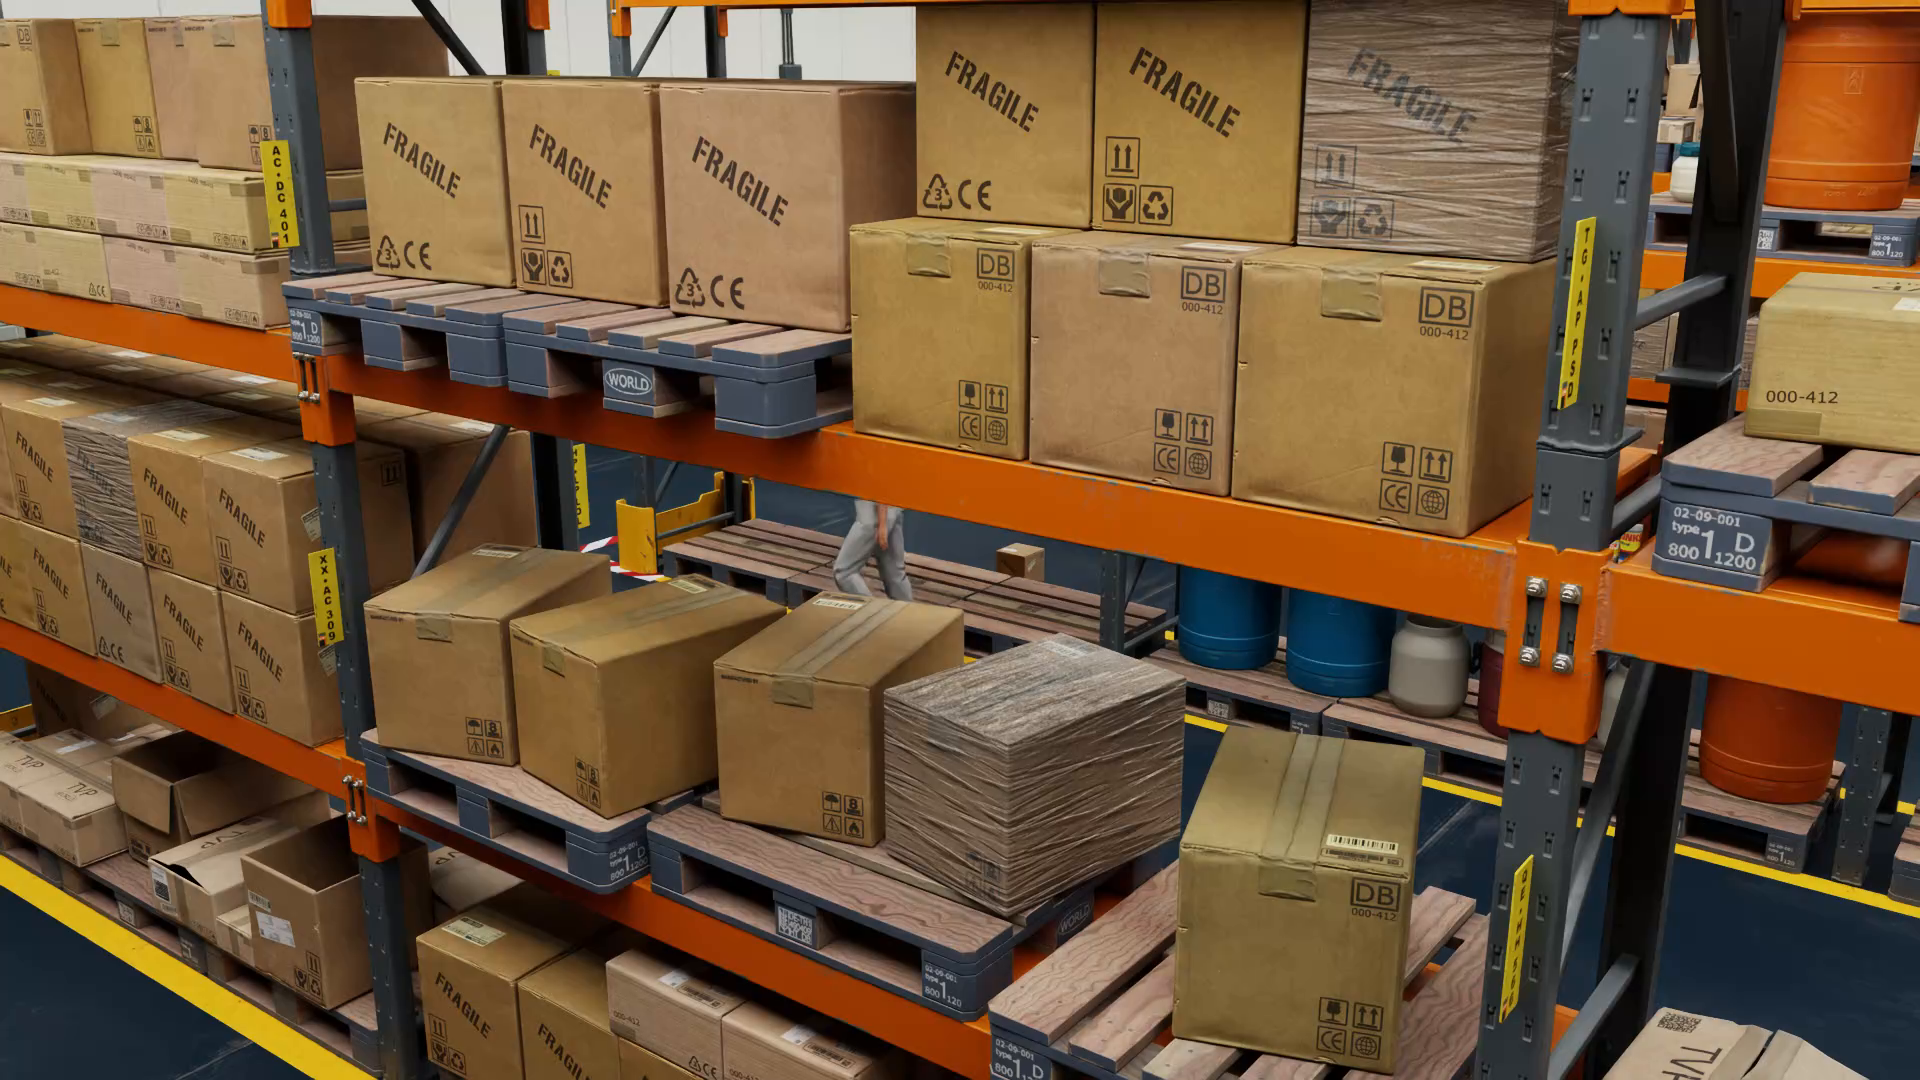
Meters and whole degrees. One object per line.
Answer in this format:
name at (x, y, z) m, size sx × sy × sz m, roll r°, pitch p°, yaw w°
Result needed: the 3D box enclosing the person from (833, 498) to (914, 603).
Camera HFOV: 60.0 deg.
person at (-0.496, -0.105, 10.382) m, size 0.536 × 1.672 × 0.472 m, roll 4°, pitch 17°, yaw 12°
